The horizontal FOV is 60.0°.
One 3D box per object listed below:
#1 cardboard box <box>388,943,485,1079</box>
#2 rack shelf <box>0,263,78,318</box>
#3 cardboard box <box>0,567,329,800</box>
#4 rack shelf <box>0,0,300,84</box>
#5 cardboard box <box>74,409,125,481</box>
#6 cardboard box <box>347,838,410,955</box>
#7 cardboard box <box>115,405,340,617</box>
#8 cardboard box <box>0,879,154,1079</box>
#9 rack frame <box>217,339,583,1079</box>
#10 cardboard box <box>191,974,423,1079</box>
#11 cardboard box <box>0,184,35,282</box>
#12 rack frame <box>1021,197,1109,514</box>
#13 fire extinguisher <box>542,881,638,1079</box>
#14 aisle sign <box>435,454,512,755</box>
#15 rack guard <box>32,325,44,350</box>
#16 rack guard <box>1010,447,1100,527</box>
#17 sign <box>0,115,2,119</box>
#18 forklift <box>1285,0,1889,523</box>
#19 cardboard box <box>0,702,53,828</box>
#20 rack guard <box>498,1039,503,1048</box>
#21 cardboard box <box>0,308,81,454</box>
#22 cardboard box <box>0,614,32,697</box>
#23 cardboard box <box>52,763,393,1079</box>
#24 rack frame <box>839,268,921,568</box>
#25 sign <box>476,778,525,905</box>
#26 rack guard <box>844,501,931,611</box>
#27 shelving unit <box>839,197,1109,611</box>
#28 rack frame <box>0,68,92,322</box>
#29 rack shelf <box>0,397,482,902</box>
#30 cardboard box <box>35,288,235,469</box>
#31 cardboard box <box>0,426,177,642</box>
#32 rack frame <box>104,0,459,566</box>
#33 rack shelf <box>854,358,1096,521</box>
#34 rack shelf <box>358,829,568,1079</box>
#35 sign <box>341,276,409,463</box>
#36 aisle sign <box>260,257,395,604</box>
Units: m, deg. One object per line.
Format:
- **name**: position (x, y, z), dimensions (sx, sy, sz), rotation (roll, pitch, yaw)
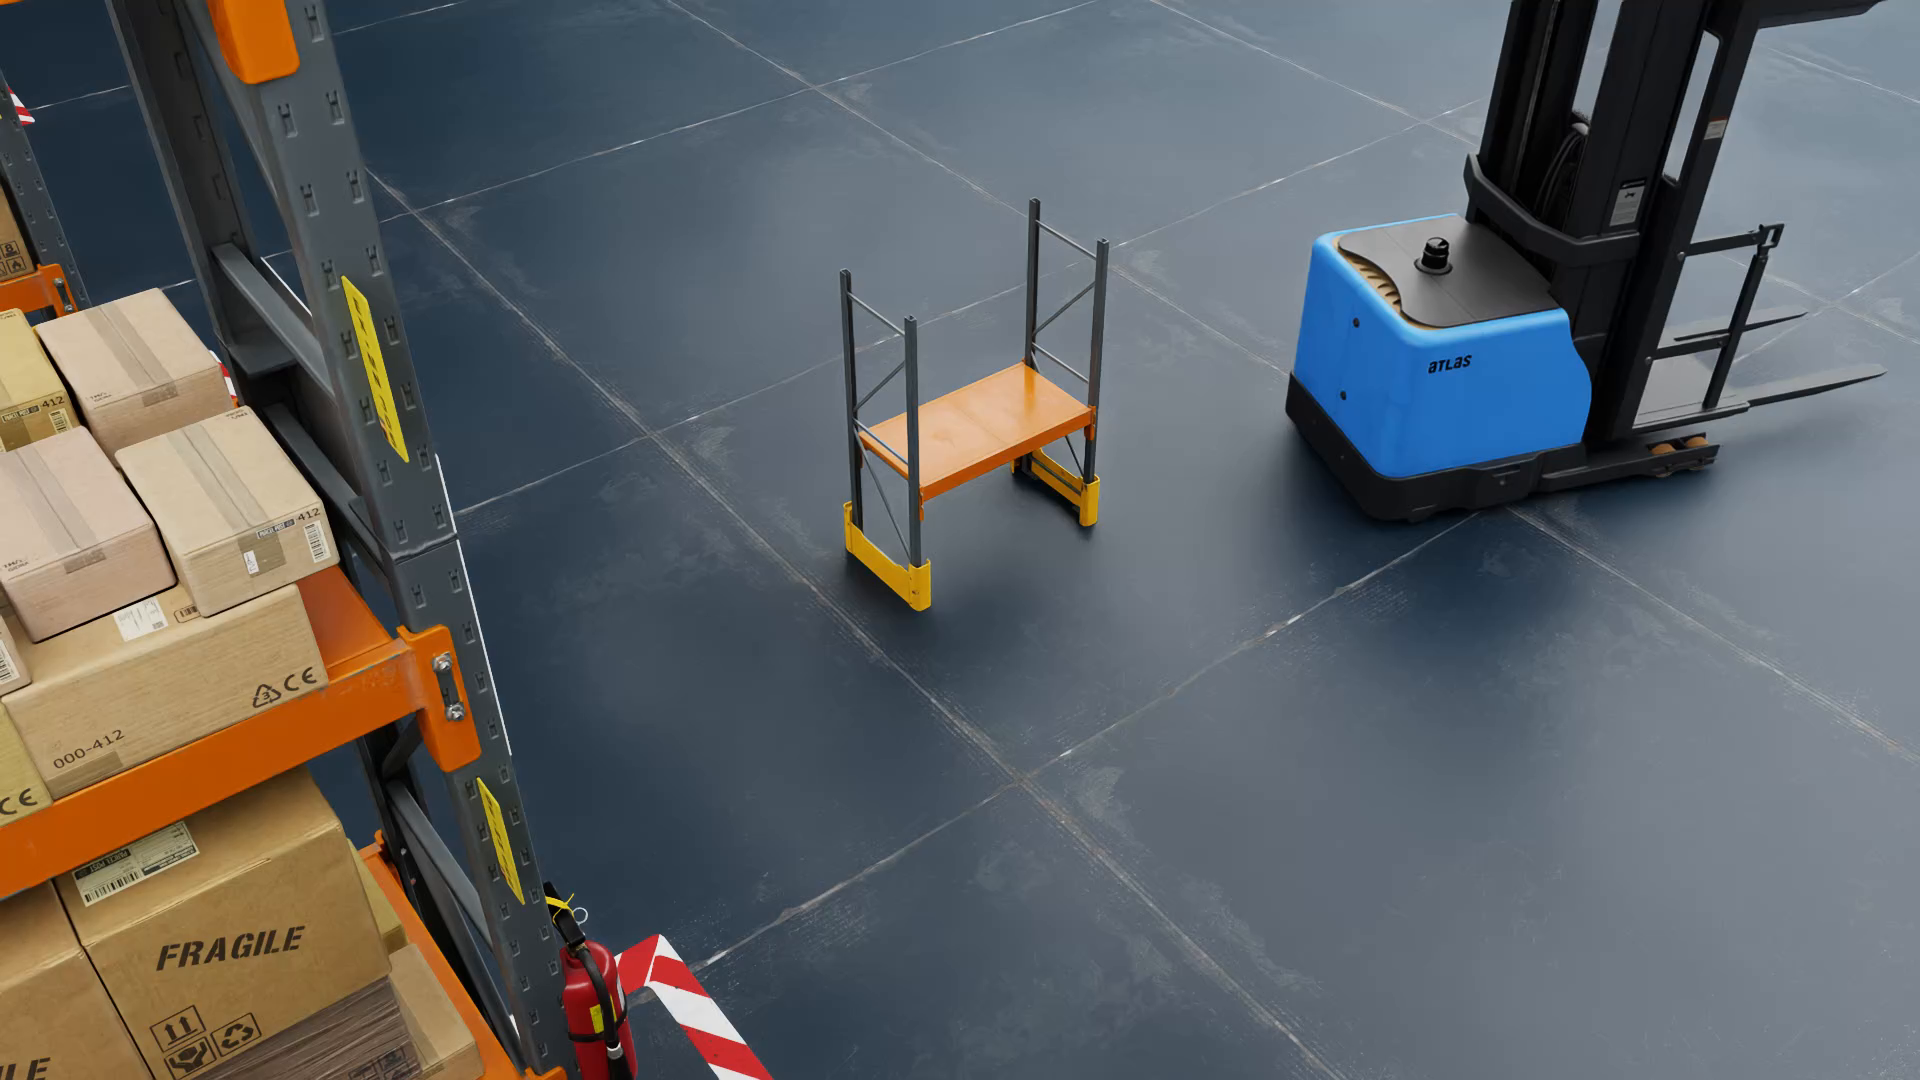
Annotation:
- **cardboard box**: position (-1.406, 1.243, 4.202), dimensions (0.250, 0.149, 0.380), rotation (-26, 46, -28)
- **rack shelf**: position (-5.834, -0.551, 6.757), dimensions (4.000, 0.370, 1.077), rotation (-26, 46, -28)
- **cardboard box**: position (-1.534, 0.144, 3.096), dimensions (0.500, 0.250, 0.500), rotation (-25, 45, -27)
- **rack shelf**: position (-2.892, -0.335, 1.767), dimensions (4.000, 0.370, 1.077), rotation (-26, 46, -28)
- **cardboard box**: position (-1.846, -0.114, 3.411), dimensions (0.500, 0.250, 0.500), rotation (-25, 45, -27)
- **cardboard box**: position (-1.677, 1.019, 4.474), dimensions (0.250, 0.149, 0.380), rotation (-26, 46, -28)
- **cardboard box**: position (-1.336, -0.060, 3.030), dimensions (0.250, 0.149, 0.380), rotation (-26, 46, -28)
- **cardboard box**: position (-1.985, 0.924, 3.290), dimensions (0.500, 0.500, 0.500), rotation (-26, 46, -28)
- **rack frame**: position (-1.306, 0.932, 4.383), dimensions (0.127, 3.000, 1.000), rotation (-26, 46, -28)
- **cardboard box**: position (-1.759, 0.977, 4.014), dimensions (0.500, 0.500, 0.875), rotation (-26, 46, -28)
- **cardboard box**: position (-4.515, -1.494, 7.221), dimensions (0.550, 0.550, 0.875), rotation (-26, 46, -28)
- **rack frame**: position (0.471, -0.809, 7.687), dimensions (0.032, 1.500, 0.500), rotation (-26, 46, -28)
- **fire extinguisher**: position (-0.934, 1.149, 4.179), dimensions (0.183, 0.674, 0.296), rotation (-26, 46, -28)
- **aisle sign**: position (-1.074, 0.053, 3.404), dimensions (0.004, 0.787, 0.394), rotation (-26, 46, -28)
- **rack guard**: position (-4.229, -0.645, 8.275), dimensions (0.348, 0.500, 1.175), rotation (-26, 46, -28)
- **rack guard**: position (0.455, -0.319, 8.075), dimensions (0.087, 0.250, 0.587), rotation (-26, 46, -28)
- **sign**: position (-3.929, -1.863, 6.689), dimensions (0.005, 0.325, 0.100), rotation (-26, 46, -28)
- **forklift**: position (3.253, -1.754, 7.710), dimensions (3.031, 2.935, 1.130), rotation (-11, 41, -13)
- **cardboard box**: position (-1.928, 0.338, 2.859), dimensions (0.500, 0.250, 0.500), rotation (-26, 46, -28)
- **rack guard**: position (-1.366, 1.927, 5.140), dimensions (0.348, 0.500, 1.175), rotation (-26, 46, -28)
- **cardboard box**: position (-1.930, -0.283, 3.302), dimensions (0.250, 0.149, 0.380), rotation (-25, 45, -27)
- **cardboard box**: position (-1.764, 0.142, 2.784), dimensions (0.250, 0.149, 0.380), rotation (-28, 47, -30)
- **cardboard box**: position (-1.592, 0.728, 3.529), dimensions (0.500, 0.500, 0.500), rotation (-26, 46, -28)
- **rack frame**: position (-0.335, -0.416, 7.209), dimensions (0.032, 1.500, 0.500), rotation (-26, 46, -28)
- **sign**: position (-0.984, 0.649, 3.566), dimensions (0.005, 0.325, 0.100), rotation (-26, 46, -28)
- **rack guard**: position (-0.334, 0.066, 7.606), dimensions (0.087, 0.250, 0.587), rotation (-26, 46, -28)
- **shelving unit**: position (0.060, -0.609, 7.444), dimensions (1.083, 1.500, 0.587), rotation (-26, 46, -28)
- **rack frame**: position (-4.248, -1.602, 7.471), dimensions (0.127, 3.000, 1.000), rotation (-26, 46, -28)
- **rack shelf**: position (-2.892, 0.823, 2.717), dimensions (4.000, 0.370, 1.077), rotation (-26, 46, -28)
- **cardboard box**: position (-1.665, -0.334, 3.365), dimensions (0.250, 0.149, 0.380), rotation (-26, 46, -28)
- **cardboard box**: position (-1.614, -0.018, 2.980), dimensions (0.250, 0.149, 0.380), rotation (-28, 47, -29)
- **rack frame**: position (-1.306, -1.388, 2.480), dimensions (0.127, 3.000, 1.000), rotation (-26, 46, -28)
- **rack shelf**: position (0.068, -0.474, 7.562), dimensions (1.000, 0.185, 0.538), rotation (-26, 46, -28)
- **rack shelf**: position (-2.892, 1.983, 3.669), dimensions (4.000, 0.370, 1.077), rotation (-26, 46, -28)
- **sign**: position (-0.984, -0.284, 2.801), dimensions (0.005, 0.325, 0.100), rotation (-26, 46, -28)
- **aisle sign**: position (-1.440, -0.248, 3.771), dimensions (0.004, 0.787, 0.394), rotation (-26, 46, -28)
